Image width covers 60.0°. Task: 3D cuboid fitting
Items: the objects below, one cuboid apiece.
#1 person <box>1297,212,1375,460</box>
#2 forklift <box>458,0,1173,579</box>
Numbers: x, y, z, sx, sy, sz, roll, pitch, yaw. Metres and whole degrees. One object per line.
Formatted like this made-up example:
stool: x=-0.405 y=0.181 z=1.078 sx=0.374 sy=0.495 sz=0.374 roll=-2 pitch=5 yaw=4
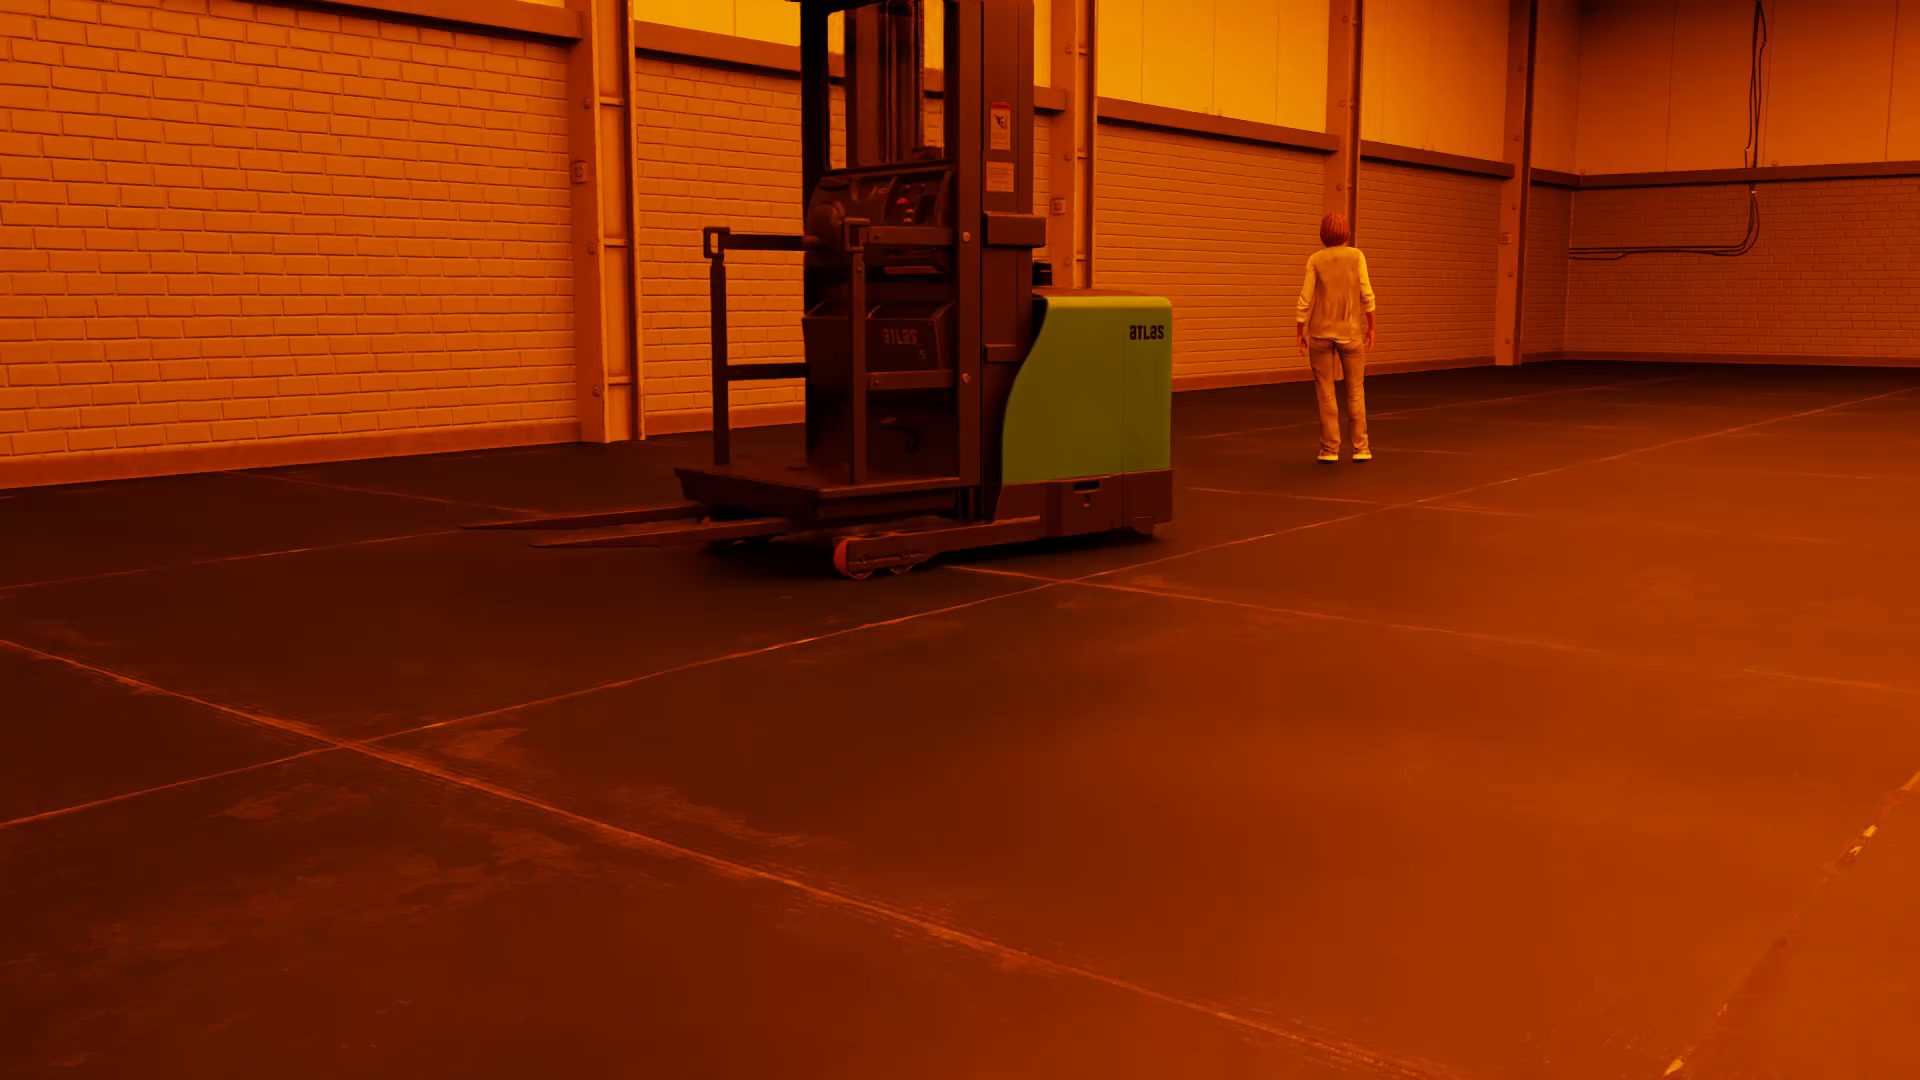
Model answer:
person: x=2.439 y=-1.309 z=10.783 sx=0.520 sy=1.597 sz=0.475 roll=1 pitch=8 yaw=10
forklift: x=-0.502 y=-1.385 z=6.745 sx=3.031 sy=2.935 sz=1.130 roll=-7 pitch=11 yaw=-39
